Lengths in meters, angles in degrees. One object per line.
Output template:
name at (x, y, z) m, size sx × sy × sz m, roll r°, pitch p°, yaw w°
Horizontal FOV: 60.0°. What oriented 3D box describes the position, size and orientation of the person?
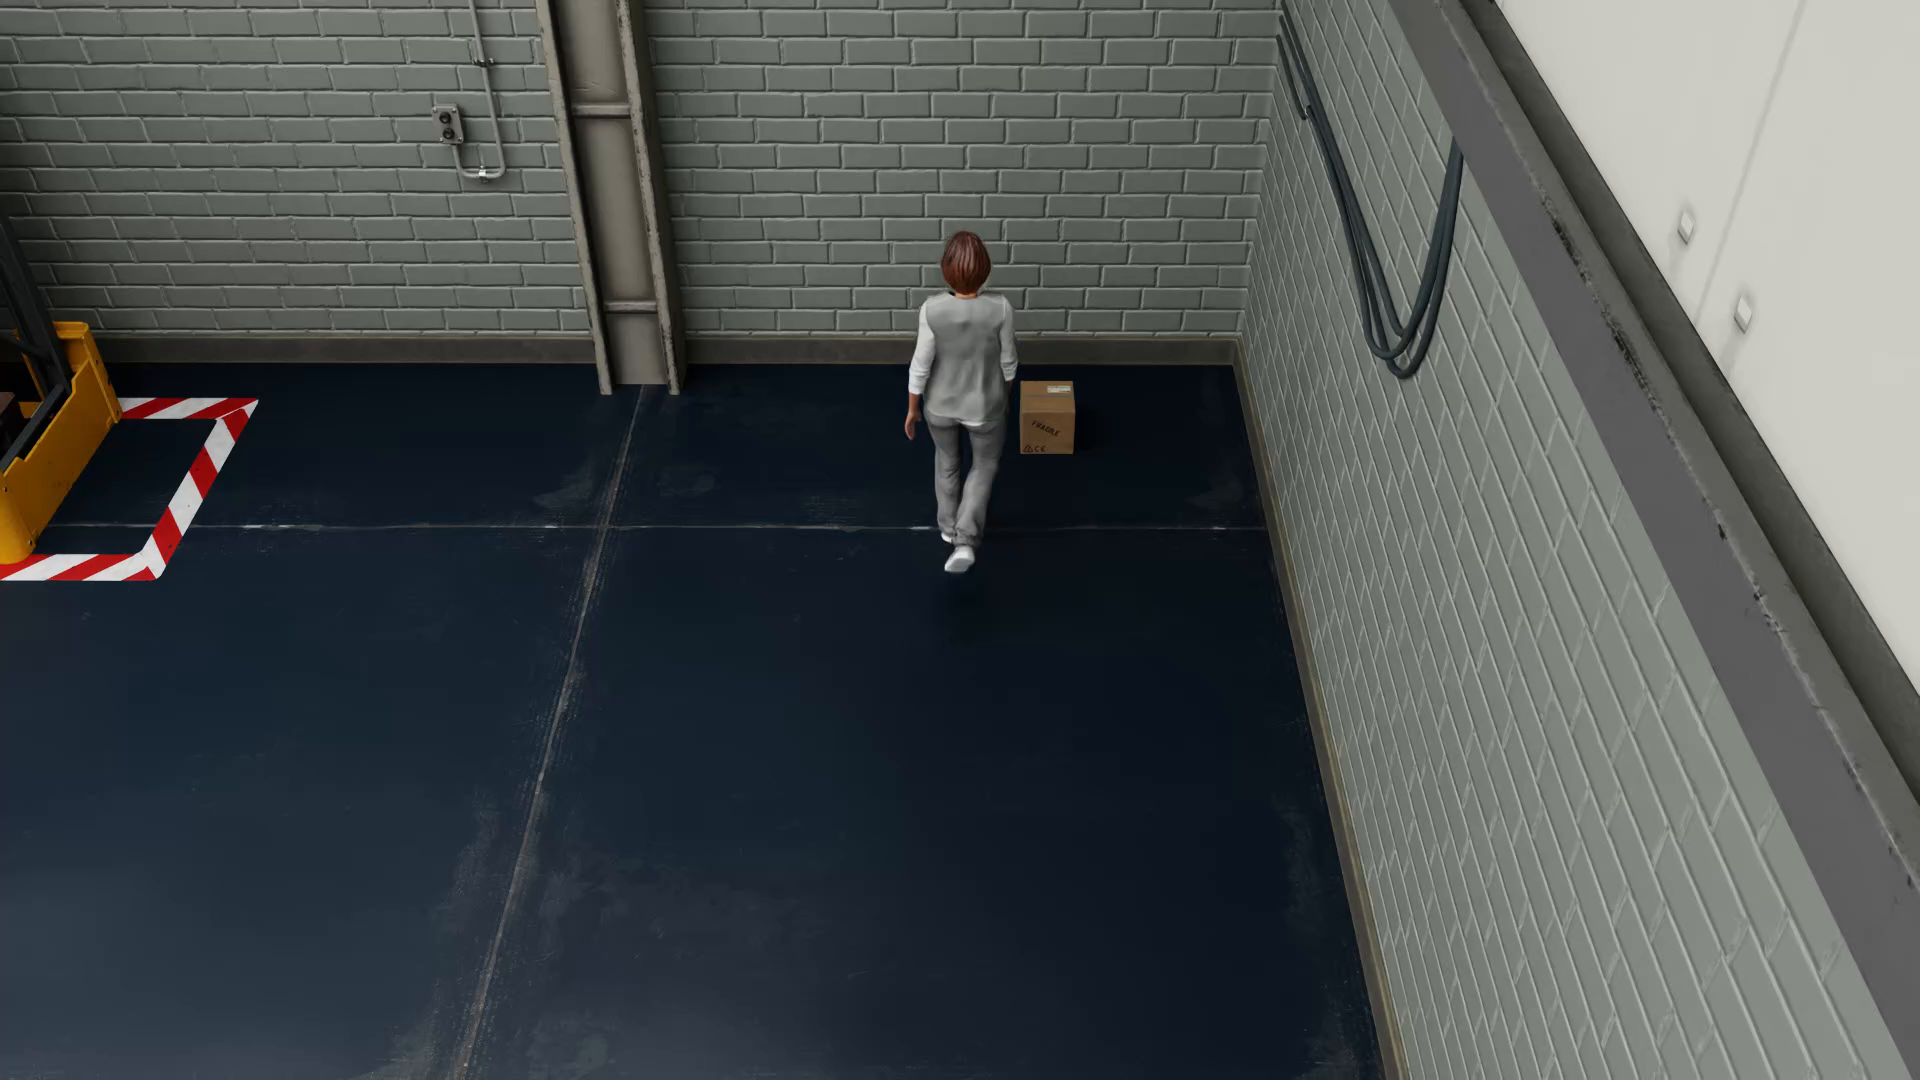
person at (0.010, -0.801, 6.611) m, size 0.449 × 0.928 × 0.270 m, roll 6°, pitch 40°, yaw 7°
